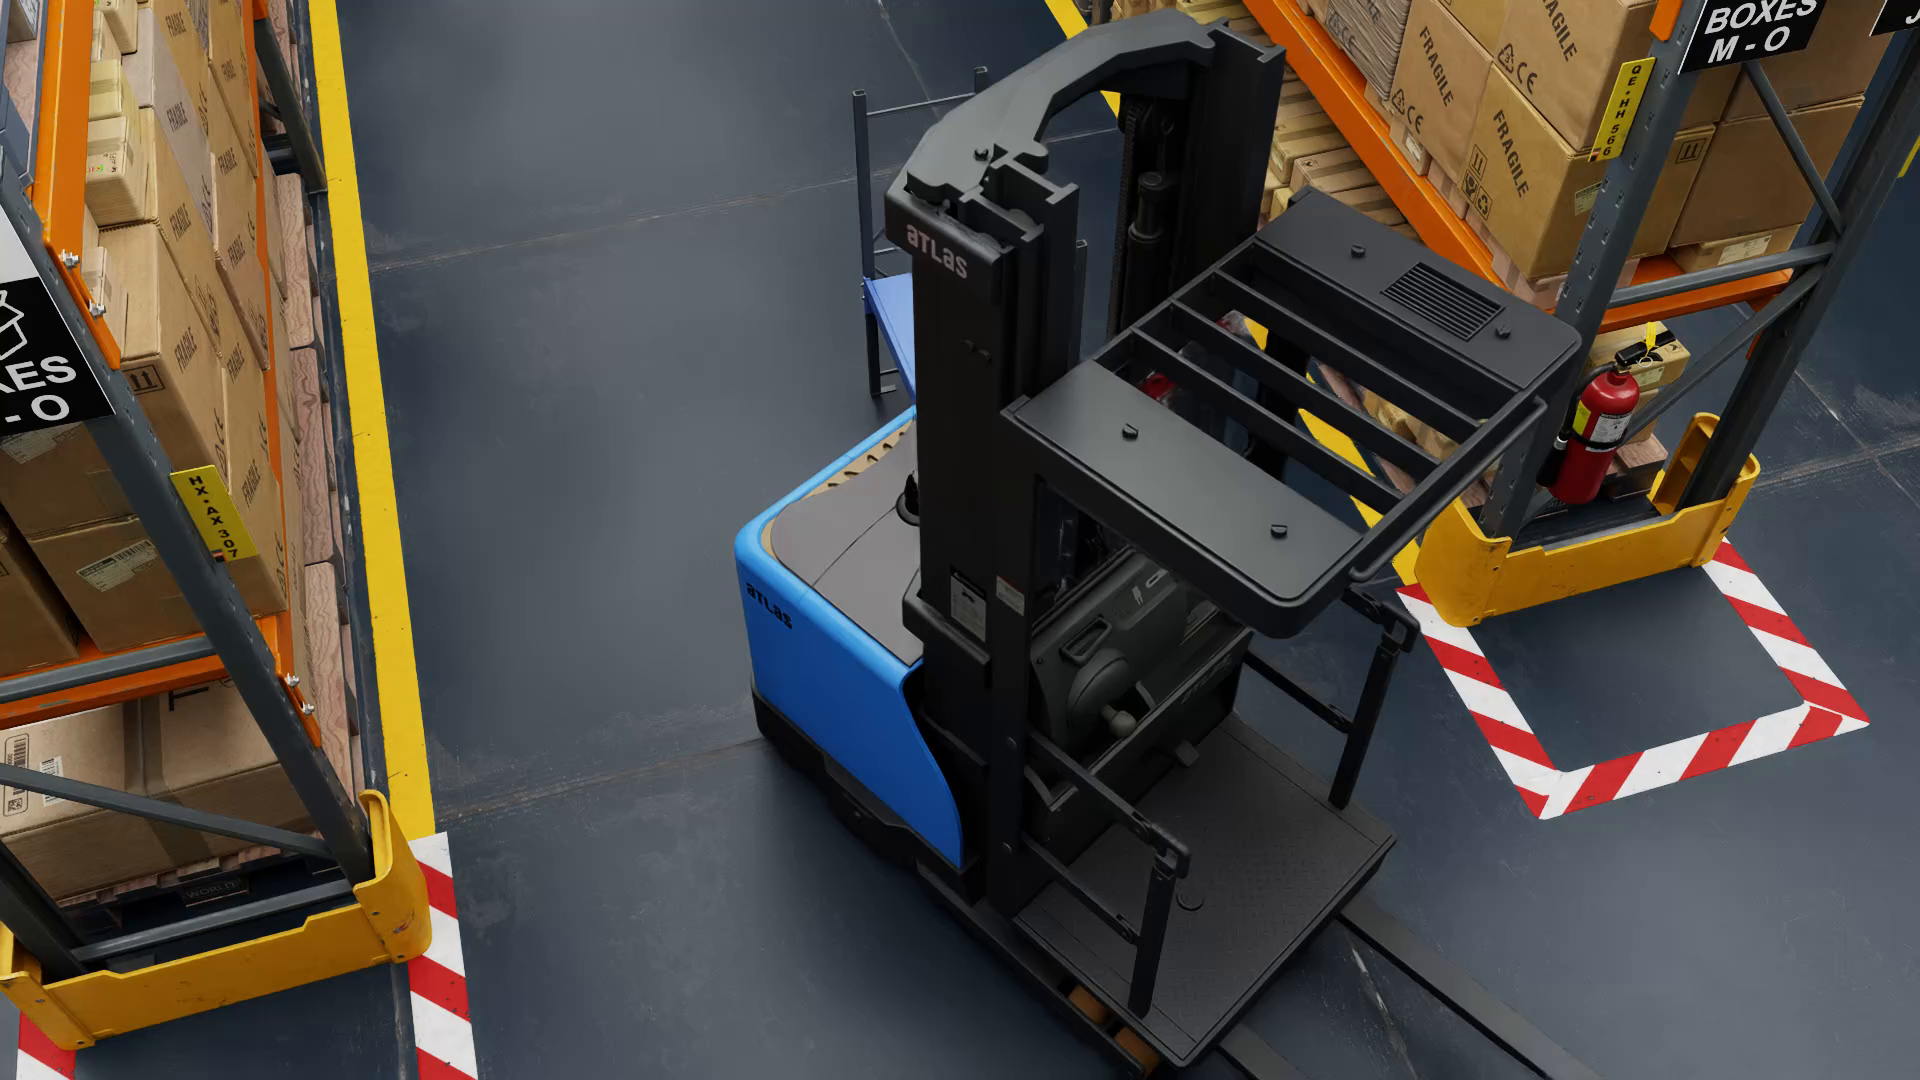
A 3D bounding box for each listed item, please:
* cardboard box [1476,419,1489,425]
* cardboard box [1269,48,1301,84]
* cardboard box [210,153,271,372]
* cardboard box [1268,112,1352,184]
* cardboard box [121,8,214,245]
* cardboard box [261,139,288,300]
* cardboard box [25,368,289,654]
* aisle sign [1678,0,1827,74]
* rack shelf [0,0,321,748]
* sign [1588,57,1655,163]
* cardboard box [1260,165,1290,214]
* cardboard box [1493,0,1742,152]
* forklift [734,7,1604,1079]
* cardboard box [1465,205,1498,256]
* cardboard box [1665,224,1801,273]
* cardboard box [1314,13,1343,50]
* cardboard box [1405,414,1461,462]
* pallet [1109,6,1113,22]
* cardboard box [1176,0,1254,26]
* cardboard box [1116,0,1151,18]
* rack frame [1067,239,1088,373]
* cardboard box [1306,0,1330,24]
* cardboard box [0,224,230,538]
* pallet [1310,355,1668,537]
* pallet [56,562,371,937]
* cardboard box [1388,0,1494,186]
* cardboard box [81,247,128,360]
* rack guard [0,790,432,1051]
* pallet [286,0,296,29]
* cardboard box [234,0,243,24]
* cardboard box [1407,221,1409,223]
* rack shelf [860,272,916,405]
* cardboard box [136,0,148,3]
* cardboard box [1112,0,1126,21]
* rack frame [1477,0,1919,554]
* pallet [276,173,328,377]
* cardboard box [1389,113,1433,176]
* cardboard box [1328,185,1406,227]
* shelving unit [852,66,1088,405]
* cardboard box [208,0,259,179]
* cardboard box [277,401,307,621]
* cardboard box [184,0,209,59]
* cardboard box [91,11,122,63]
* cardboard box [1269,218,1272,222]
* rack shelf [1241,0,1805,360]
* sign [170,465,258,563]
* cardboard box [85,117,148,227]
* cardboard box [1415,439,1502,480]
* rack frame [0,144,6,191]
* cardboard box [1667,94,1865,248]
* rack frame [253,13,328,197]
[{"bbox_3d":[1.973,-0.564,6.254,0.380,0.149,0.250,-13,51,-11],"label":"cardboard box"},{"bbox_3d":[1.336,-2.080,7.532,0.380,0.149,0.250,-12,51,-10],"label":"cardboard box"},{"bbox_3d":[-2.504,-0.820,5.203,0.500,0.500,0.500,-14,51,-11],"label":"cardboard box"},{"bbox_3d":[1.531,-1.710,7.220,0.380,0.149,0.250,-13,51,-11],"label":"cardboard box"},{"bbox_3d":[-2.516,-1.153,4.830,0.500,0.500,0.500,-14,51,-11],"label":"cardboard box"},{"bbox_3d":[-3.427,-1.381,7.143,0.875,0.438,0.875,-14,51,-12],"label":"cardboard box"},{"bbox_3d":[-2.195,-0.081,4.581,0.500,0.500,0.500,-14,51,-11],"label":"cardboard box"},{"bbox_3d":[2.107,-1.543,4.178,0.394,0.787,0.004,-13,51,-11],"label":"aisle sign"},{"bbox_3d":[-2.918,-0.862,5.775,1.077,0.370,4.000,-13,51,-11],"label":"rack shelf"},{"bbox_3d":[1.836,-1.190,4.617,0.100,0.325,0.005,-13,51,-11],"label":"sign"},{"bbox_3d":[1.456,-1.600,7.322,0.380,0.149,0.250,-13,51,-11],"label":"cardboard box"},{"bbox_3d":[1.999,-1.555,4.974,0.500,0.500,0.500,-14,51,-12],"label":"cardboard box"},{"bbox_3d":[0.681,0.261,4.403,3.031,2.935,1.130,37,59,27],"label":"forklift"},{"bbox_3d":[1.968,-1.110,5.678,0.380,0.149,0.250,-13,51,-11],"label":"cardboard box"},{"bbox_3d":[2.589,-1.056,5.632,0.380,0.149,0.250,-14,51,-11],"label":"cardboard box"},{"bbox_3d":[1.615,-2.070,6.487,0.380,0.149,0.250,-13,51,-10],"label":"cardboard box"},{"bbox_3d":[1.943,-0.460,6.361,0.380,0.149,0.250,-15,51,-12],"label":"cardboard box"},{"bbox_3d":[1.421,-2.366,8.397,1.003,0.211,1.213,-13,51,-11],"label":"pallet"},{"bbox_3d":[1.240,-2.469,7.860,0.380,0.149,0.250,-14,51,-11],"label":"cardboard box"},{"bbox_3d":[0.990,-2.723,8.269,0.380,0.149,0.250,-11,51,-9],"label":"cardboard box"},{"bbox_3d":[0.172,-0.423,5.916,0.500,1.500,0.032,-14,51,-11],"label":"rack frame"},{"bbox_3d":[1.549,-2.336,6.287,0.500,0.500,0.500,-11,51,-9],"label":"cardboard box"},{"bbox_3d":[-2.197,-0.403,4.198,0.500,0.500,0.500,-14,51,-12],"label":"cardboard box"},{"bbox_3d":[2.143,-0.584,6.894,1.003,0.211,1.213,-13,51,-11],"label":"pallet"},{"bbox_3d":[-2.638,0.699,5.812,1.003,0.211,1.213,-13,51,-11],"label":"pallet"},{"bbox_3d":[1.846,-1.602,5.668,0.500,0.500,0.500,-14,51,-12],"label":"cardboard box"},{"bbox_3d":[-2.167,-0.519,3.871,0.380,0.149,0.250,-12,51,-10],"label":"cardboard box"},{"bbox_3d":[-2.320,1.190,5.210,1.175,0.500,0.348,-13,51,-11],"label":"rack guard"},{"bbox_3d":[-4.174,-3.095,9.011,1.003,0.211,1.213,-13,51,-11],"label":"pallet"},{"bbox_3d":[-3.129,-2.306,6.456,0.500,0.500,0.500,-13,51,-11],"label":"cardboard box"},{"bbox_3d":[2.137,-1.335,7.099,0.380,0.149,0.250,-16,52,-13],"label":"cardboard box"},{"bbox_3d":[0.015,-0.677,6.365,0.538,0.185,1.000,-14,51,-11],"label":"rack shelf"},{"bbox_3d":[-2.586,-1.661,4.834,0.380,0.149,0.250,-14,51,-12],"label":"cardboard box"},{"bbox_3d":[0.990,-2.626,8.381,0.380,0.149,0.250,-15,52,-13],"label":"cardboard box"},{"bbox_3d":[2.372,-0.826,5.274,1.000,3.000,0.127,-13,51,-11],"label":"rack frame"},{"bbox_3d":[-3.360,-1.083,7.315,1.003,0.211,1.213,-13,51,-11],"label":"pallet"},{"bbox_3d":[1.781,-1.470,5.982,0.380,0.149,0.250,-12,51,-10],"label":"cardboard box"},{"bbox_3d":[1.607,-1.308,6.881,0.380,0.149,0.250,-12,51,-10],"label":"cardboard box"},{"bbox_3d":[0.015,-0.793,6.227,0.538,1.500,1.048,-14,51,-11],"label":"shelving unit"},{"bbox_3d":[-2.808,-1.568,5.834,0.500,0.500,0.500,-14,51,-12],"label":"cardboard box"},{"bbox_3d":[-2.896,-0.069,6.037,0.875,0.438,0.875,-12,51,-10],"label":"cardboard box"},{"bbox_3d":[-2.805,-1.885,5.447,0.500,0.500,0.500,-13,51,-10],"label":"cardboard box"},{"bbox_3d":[-2.503,-1.278,4.511,0.380,0.149,0.250,-13,51,-11],"label":"cardboard box"},{"bbox_3d":[1.566,-1.311,7.273,0.380,0.149,0.250,-12,51,-10],"label":"cardboard box"},{"bbox_3d":[1.780,-2.055,6.781,1.077,0.370,4.000,-13,51,-11],"label":"rack shelf"},{"bbox_3d":[-1.795,-0.059,4.009,0.100,0.325,0.005,-13,51,-11],"label":"sign"},{"bbox_3d":[-2.280,-0.910,4.201,0.380,0.149,0.250,-12,51,-10],"label":"cardboard box"},{"bbox_3d":[2.017,-0.380,6.488,0.380,0.149,0.250,-13,51,-10],"label":"cardboard box"},{"bbox_3d":[-2.327,-1.567,1.975,1.000,3.000,0.127,-13,51,-11],"label":"rack frame"},{"bbox_3d":[2.503,-1.345,5.451,0.500,0.500,0.500,-11,51,-9],"label":"cardboard box"},{"bbox_3d":[-3.510,-2.555,6.731,1.000,3.000,0.127,-13,51,-11],"label":"rack frame"}]
